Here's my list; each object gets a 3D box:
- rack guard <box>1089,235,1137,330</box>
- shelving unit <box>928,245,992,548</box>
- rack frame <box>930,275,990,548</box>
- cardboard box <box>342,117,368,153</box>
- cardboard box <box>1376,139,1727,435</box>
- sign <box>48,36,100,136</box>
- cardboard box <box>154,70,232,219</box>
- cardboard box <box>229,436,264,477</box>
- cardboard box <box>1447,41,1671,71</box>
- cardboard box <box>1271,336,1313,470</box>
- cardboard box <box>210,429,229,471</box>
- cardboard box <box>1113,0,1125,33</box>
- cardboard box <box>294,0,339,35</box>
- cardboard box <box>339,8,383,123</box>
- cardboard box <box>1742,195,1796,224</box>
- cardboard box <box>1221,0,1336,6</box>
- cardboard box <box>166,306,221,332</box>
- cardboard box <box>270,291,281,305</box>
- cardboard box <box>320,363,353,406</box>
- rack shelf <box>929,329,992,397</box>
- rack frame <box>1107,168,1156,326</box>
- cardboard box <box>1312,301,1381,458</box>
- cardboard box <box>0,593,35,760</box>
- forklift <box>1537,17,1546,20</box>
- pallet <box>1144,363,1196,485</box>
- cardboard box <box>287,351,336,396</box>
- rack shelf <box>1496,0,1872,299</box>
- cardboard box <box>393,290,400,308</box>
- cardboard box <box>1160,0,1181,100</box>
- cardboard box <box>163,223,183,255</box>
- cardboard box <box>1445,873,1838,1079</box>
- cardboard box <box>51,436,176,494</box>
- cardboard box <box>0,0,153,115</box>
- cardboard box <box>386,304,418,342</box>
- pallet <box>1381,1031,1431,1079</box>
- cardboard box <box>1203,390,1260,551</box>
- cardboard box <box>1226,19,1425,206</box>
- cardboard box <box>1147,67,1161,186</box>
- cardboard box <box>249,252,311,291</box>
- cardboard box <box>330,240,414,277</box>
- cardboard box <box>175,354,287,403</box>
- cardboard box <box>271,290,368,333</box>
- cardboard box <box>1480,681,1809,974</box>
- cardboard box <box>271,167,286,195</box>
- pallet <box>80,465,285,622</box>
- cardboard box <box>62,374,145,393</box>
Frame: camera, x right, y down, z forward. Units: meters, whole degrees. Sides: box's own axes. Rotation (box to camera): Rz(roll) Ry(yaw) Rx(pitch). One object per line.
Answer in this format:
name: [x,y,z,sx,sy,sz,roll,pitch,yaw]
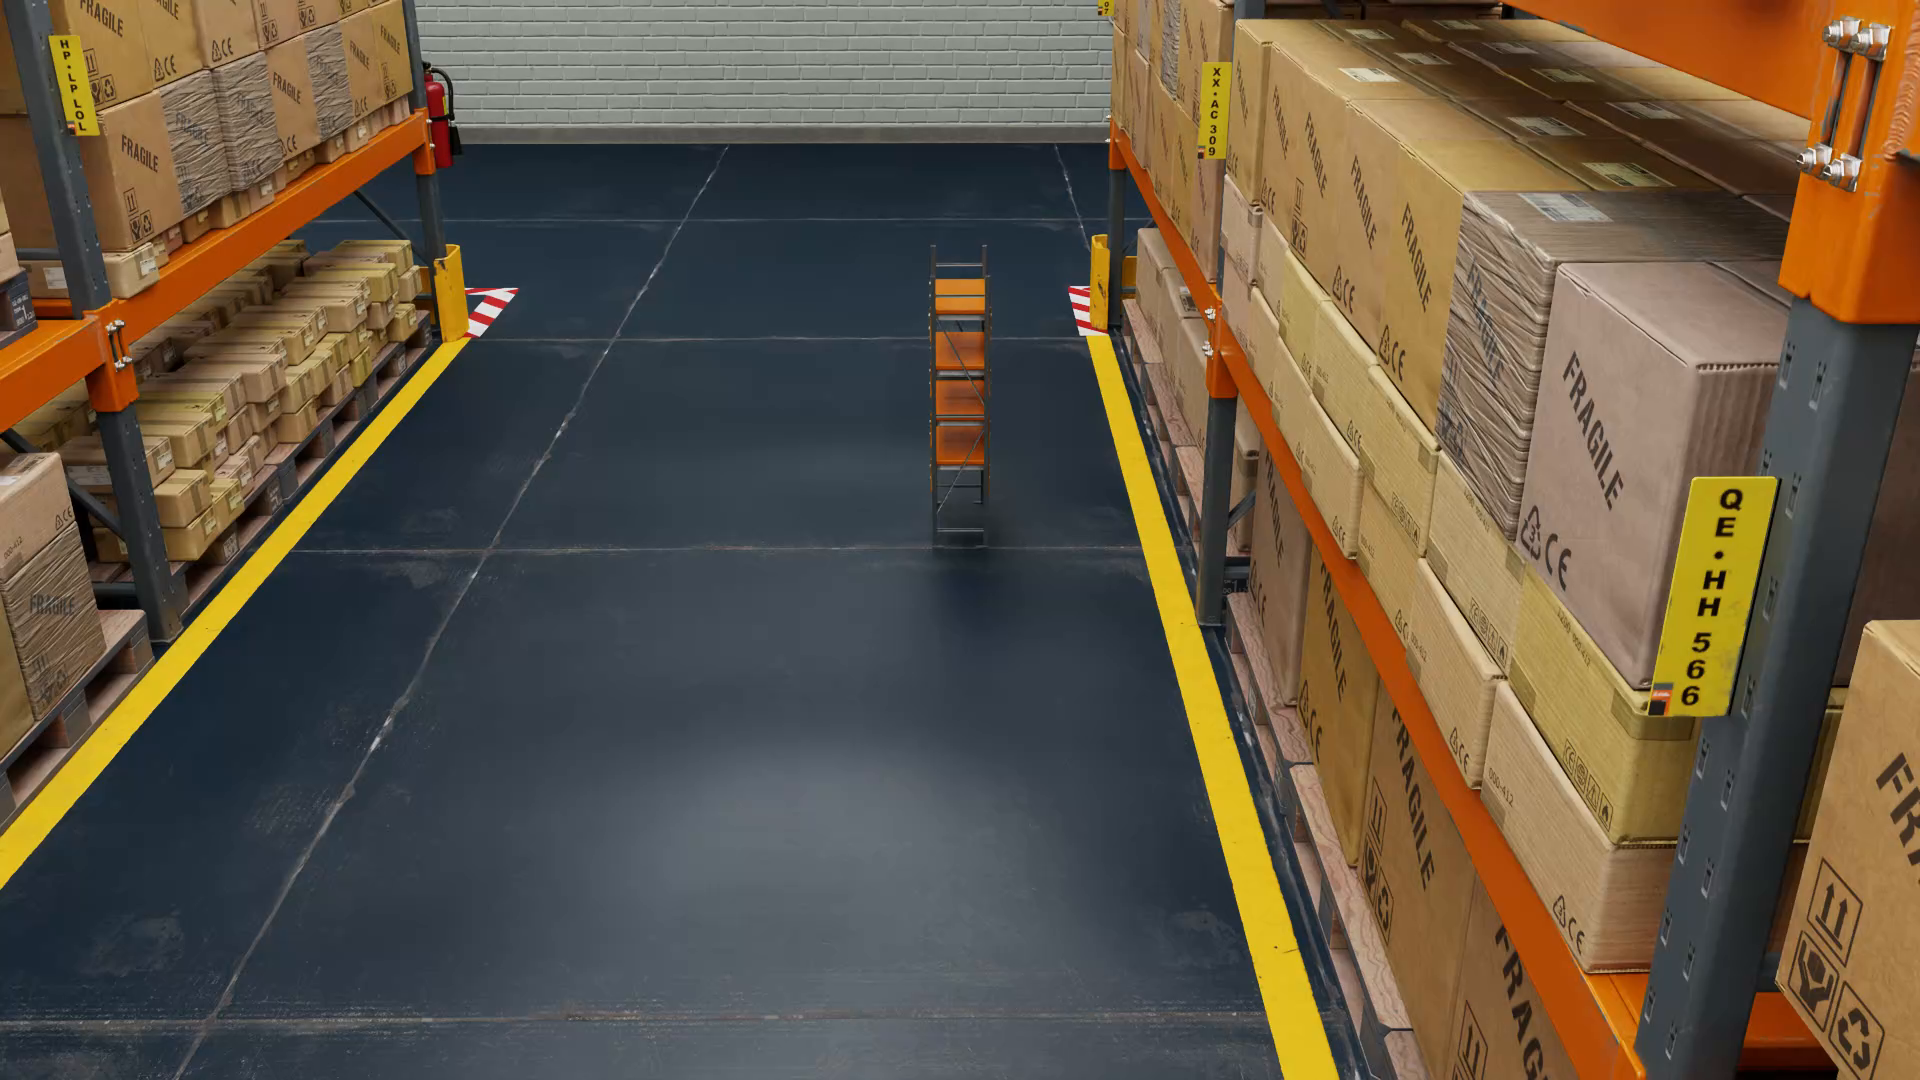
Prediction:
rack guard: [1.388,-1.570,10.114,1.175,0.500,0.348,0,24,-1]
shelving unit: [-0.002,-0.615,7.154,0.258,1.200,0.503,0,24,-1]
rack frame: [0.001,-0.514,6.931,0.240,1.200,0.015,0,24,-1]
cardboard box: [-3.265,-2.076,8.506,0.380,0.149,0.250,0,24,1]
cardboard box: [1.195,-0.531,3.450,0.500,0.500,0.500,0,24,-1]
sign: [-2.962,-1.518,5.561,0.100,0.325,0.005,0,24,-1]
cardboard box: [-3.283,-1.577,6.614,0.500,0.500,0.500,0,24,-1]
cardboard box: [-3.310,-0.347,7.326,0.380,0.149,0.250,-1,24,-2]
cardboard box: [1.701,-1.155,4.830,0.500,0.500,0.500,0,24,0]
cardboard box: [1.169,-0.375,4.621,0.500,0.250,0.500,0,24,-1]
cardboard box: [-3.332,-0.369,7.016,0.380,0.149,0.250,0,24,-1]
cardboard box: [1.108,-3.001,8.910,0.500,0.500,0.500,-1,24,-2]
cardboard box: [-3.287,-2.661,7.798,0.500,0.500,0.500,1,24,2]
cardboard box: [-3.298,-2.420,8.477,0.500,0.500,0.500,-1,24,-1]
cardboard box: [1.699,-0.312,2.965,0.500,0.500,0.500,0,24,0]
cardboard box: [1.110,-1.973,5.850,0.380,0.149,0.250,-1,24,-2]
cardboard box: [-3.860,-1.039,8.134,0.380,0.149,0.250,0,24,0]
cardboard box: [-3.774,-1.232,8.923,0.380,0.149,0.250,0,24,0]
cardboard box: [-3.261,-0.777,8.278,0.380,0.149,0.250,0,24,0]
rack shelf: [-0.002,-0.757,7.089,0.258,0.148,0.480,0,24,-1]
rack frame: [1.388,-2.699,9.577,1.000,3.000,0.127,0,24,-1]
cardboard box: [1.175,-0.396,4.061,0.500,0.250,0.500,-1,24,-2]
cardboard box: [-3.252,0.476,5.081,0.500,0.500,0.500,-1,24,-2]
forklift: [3.061,-1.797,7.666,1.130,2.935,3.031,0,24,0]
pallet: [1.485,-0.597,8.315,1.003,0.211,1.213,0,24,-1]
cardboard box: [-3.229,-0.800,7.968,0.380,0.149,0.250,0,24,0]
rack shelf: [1.453,-1.265,3.640,1.077,0.370,4.000,0,24,-1]
cardboard box: [-3.320,-1.339,9.158,0.380,0.149,0.250,-1,24,-2]
cardboard box: [1.138,-2.164,7.059,0.500,0.500,0.500,0,24,0]
cardboard box: [-3.325,-1.206,6.581,0.380,0.149,0.250,-1,24,-3]
cardboard box: [1.551,1.090,3.270,0.875,0.875,0.875,0,24,-1]
cardboard box: [-3.314,-0.293,6.485,0.380,0.149,0.250,1,24,2]
cardboard box: [-3.278,-1.810,5.917,0.500,0.500,0.500,0,24,1]
cardboard box: [-3.242,-1.206,9.226,0.380,0.149,0.250,0,24,1]
pallet: [1.542,1.543,3.582,1.003,0.211,1.213,0,24,-1]
cardboard box: [1.532,-0.334,6.947,0.875,0.438,0.875,-1,24,-1]
cardboard box: [1.149,-1.369,5.302,0.500,0.500,0.500,0,24,0]
cardboard box: [1.149,-1.921,7.736,0.500,0.500,0.500,1,24,1]
cardboard box: [-3.771,-1.468,9.083,0.380,0.149,0.250,0,24,0]
cardboard box: [-3.301,-1.581,9.334,0.380,0.149,0.250,0,24,0]
cardboard box: [-3.256,-0.723,7.437,0.380,0.149,0.250,0,24,1]
cardboard box: [-3.228,-1.154,8.389,0.380,0.149,0.250,1,24,1]
cardboard box: [1.210,0.459,2.777,0.500,0.250,0.500,-1,24,-2]
cardboard box: [-3.305,-1.643,7.547,0.380,0.149,0.250,1,24,1]
pallet: [-3.560,0.007,6.977,1.003,0.211,1.213,0,24,-1]
cardboard box: [-3.758,-0.610,7.187,0.380,0.149,0.250,1,24,1]
